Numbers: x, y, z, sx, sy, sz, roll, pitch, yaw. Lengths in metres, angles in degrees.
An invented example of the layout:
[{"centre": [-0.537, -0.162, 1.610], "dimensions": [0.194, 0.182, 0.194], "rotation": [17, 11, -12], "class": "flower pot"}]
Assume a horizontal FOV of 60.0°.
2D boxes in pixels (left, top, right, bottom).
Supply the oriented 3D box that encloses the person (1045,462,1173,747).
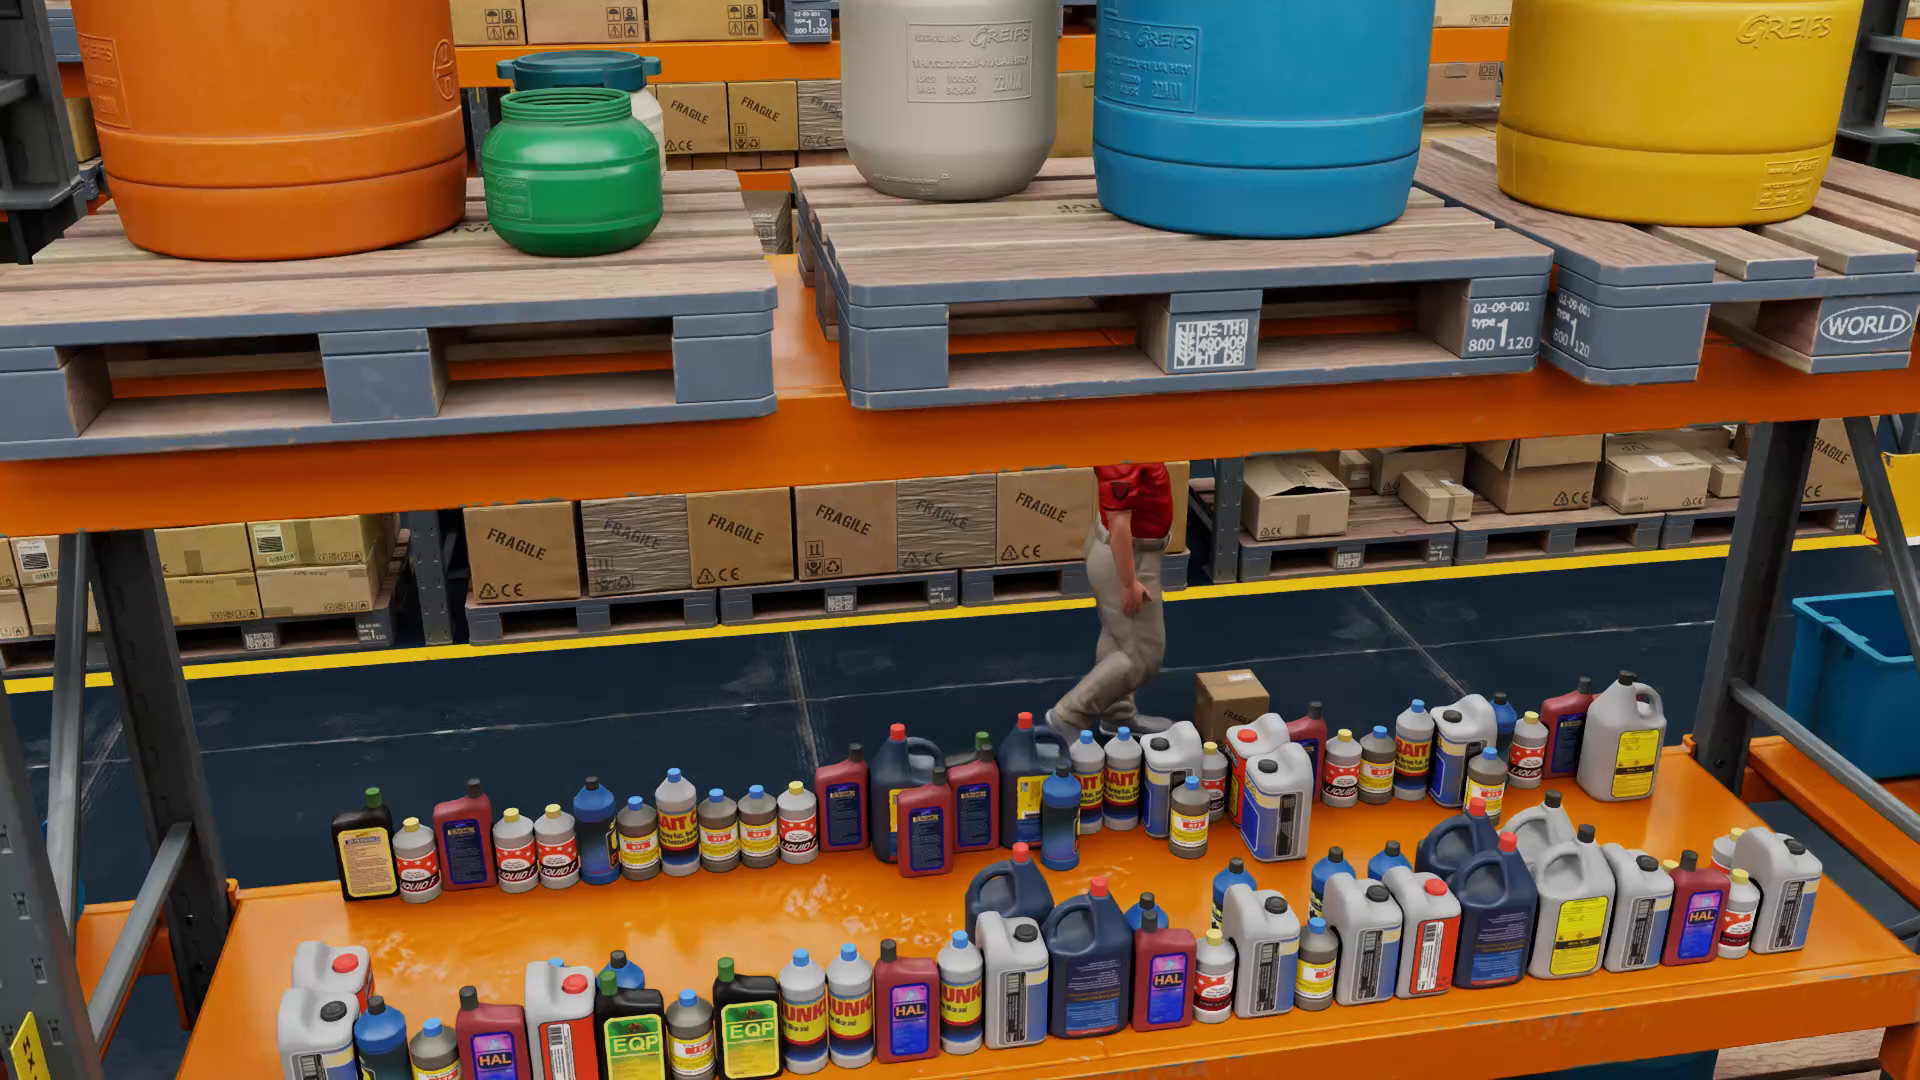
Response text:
[{"centre": [0.649, 0.083, 6.880], "dimensions": [0.577, 1.720, 0.551], "rotation": [0, 23, 1], "class": "person"}]
